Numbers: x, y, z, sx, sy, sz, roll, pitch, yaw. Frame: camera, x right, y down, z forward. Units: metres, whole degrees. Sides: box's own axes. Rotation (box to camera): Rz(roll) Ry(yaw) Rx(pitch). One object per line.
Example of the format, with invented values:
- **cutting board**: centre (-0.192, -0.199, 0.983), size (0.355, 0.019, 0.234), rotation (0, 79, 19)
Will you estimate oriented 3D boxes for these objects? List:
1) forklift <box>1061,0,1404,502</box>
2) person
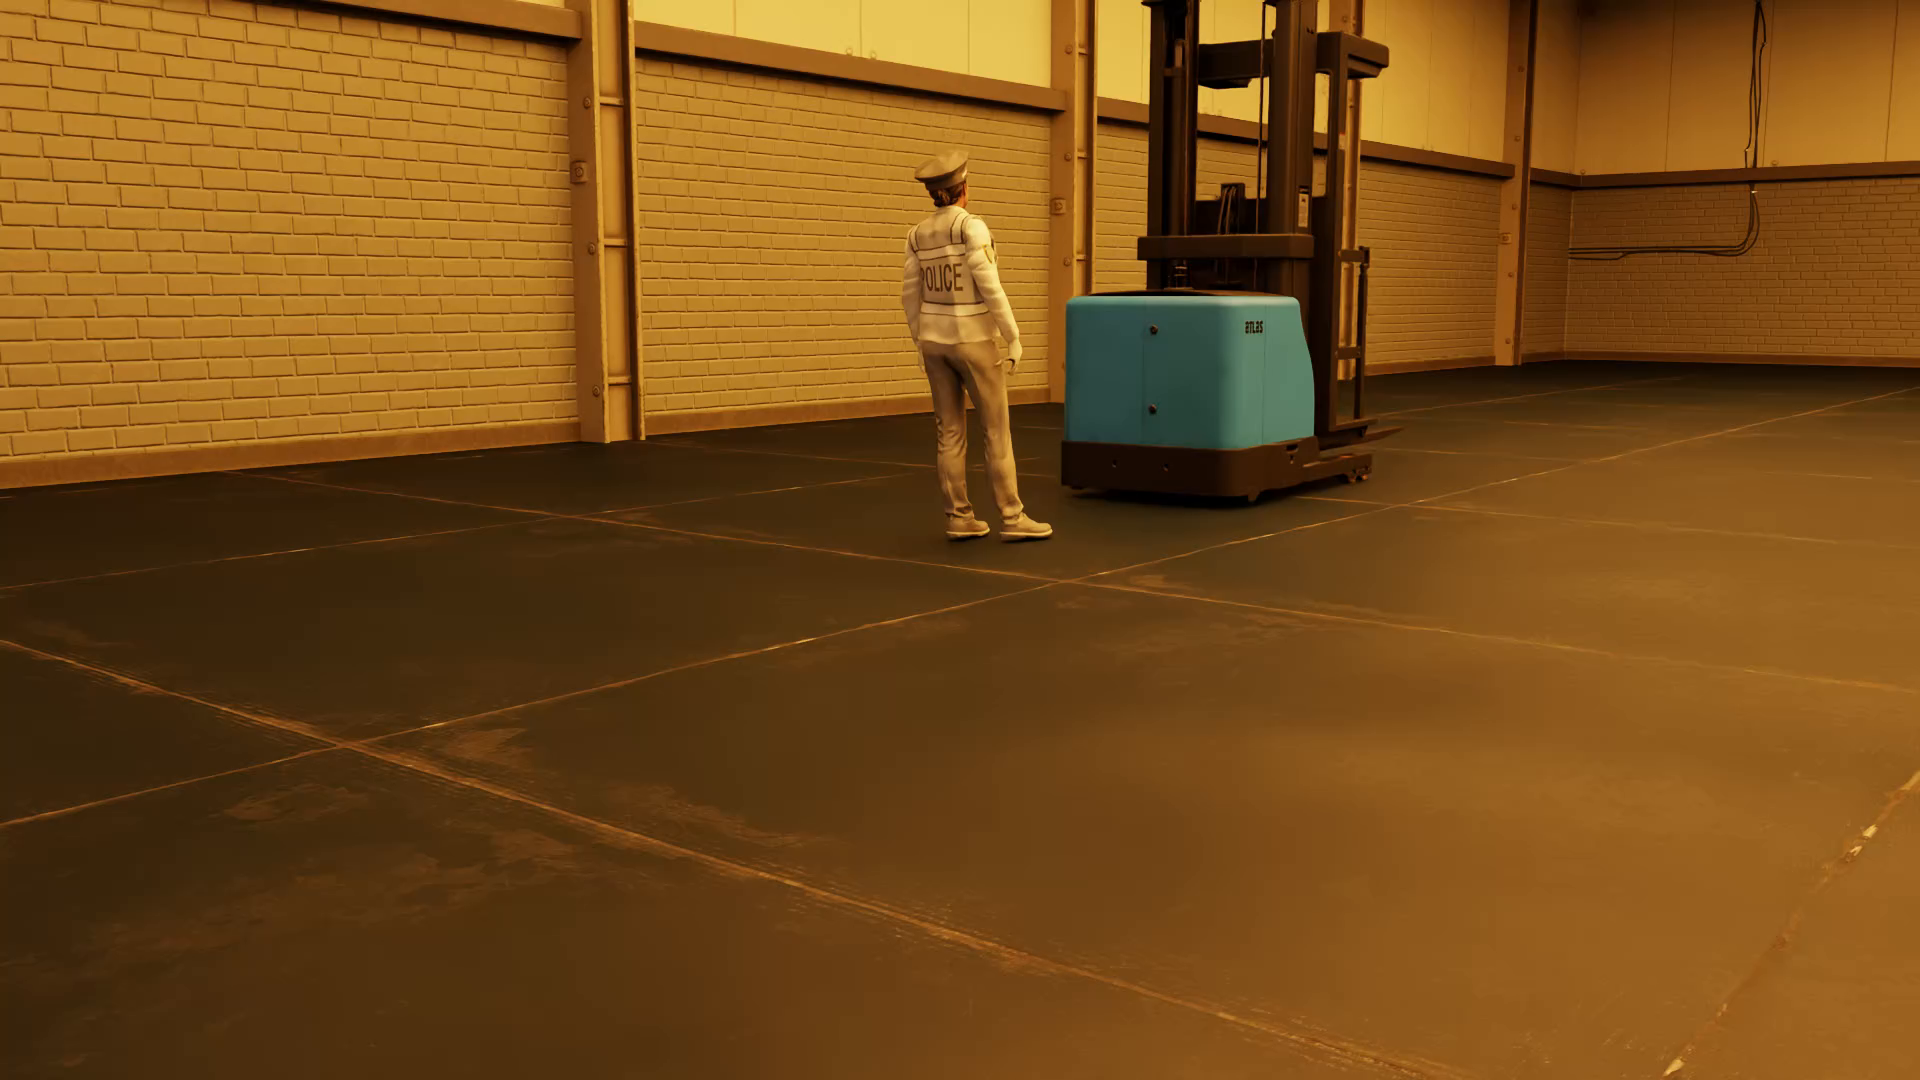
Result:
- **forklift**: centre (1.786, -1.813, 9.674), size (1.130, 2.935, 3.031), rotation (6, 10, 34)
- **person**: centre (0.047, -0.852, 7.329), size (0.588, 1.696, 0.533), rotation (7, 11, 38)
